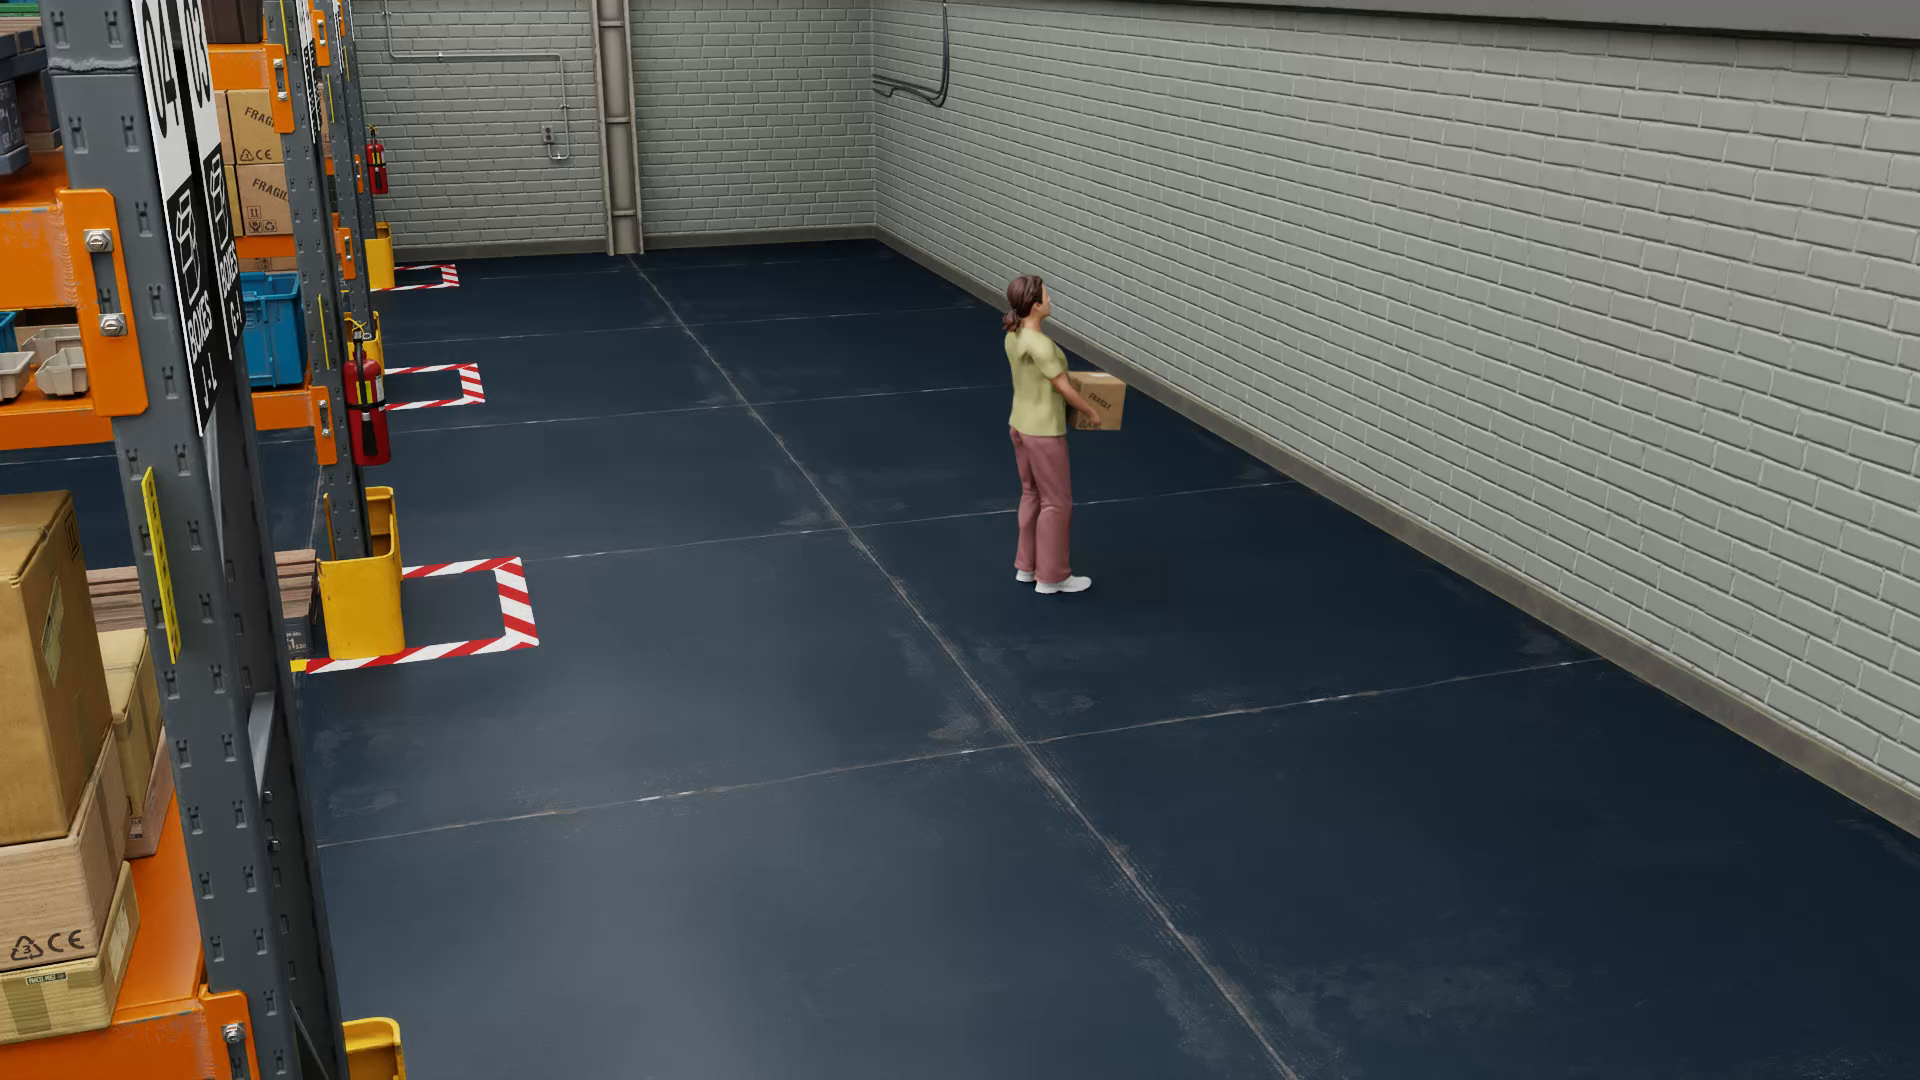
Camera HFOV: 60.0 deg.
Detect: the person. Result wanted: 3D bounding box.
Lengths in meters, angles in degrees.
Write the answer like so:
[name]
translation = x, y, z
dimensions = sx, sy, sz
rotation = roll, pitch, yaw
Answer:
[person]
translation = 0.465, -0.560, 8.672
dimensions = 0.546, 1.671, 0.435
rotation = -7, 21, -20
